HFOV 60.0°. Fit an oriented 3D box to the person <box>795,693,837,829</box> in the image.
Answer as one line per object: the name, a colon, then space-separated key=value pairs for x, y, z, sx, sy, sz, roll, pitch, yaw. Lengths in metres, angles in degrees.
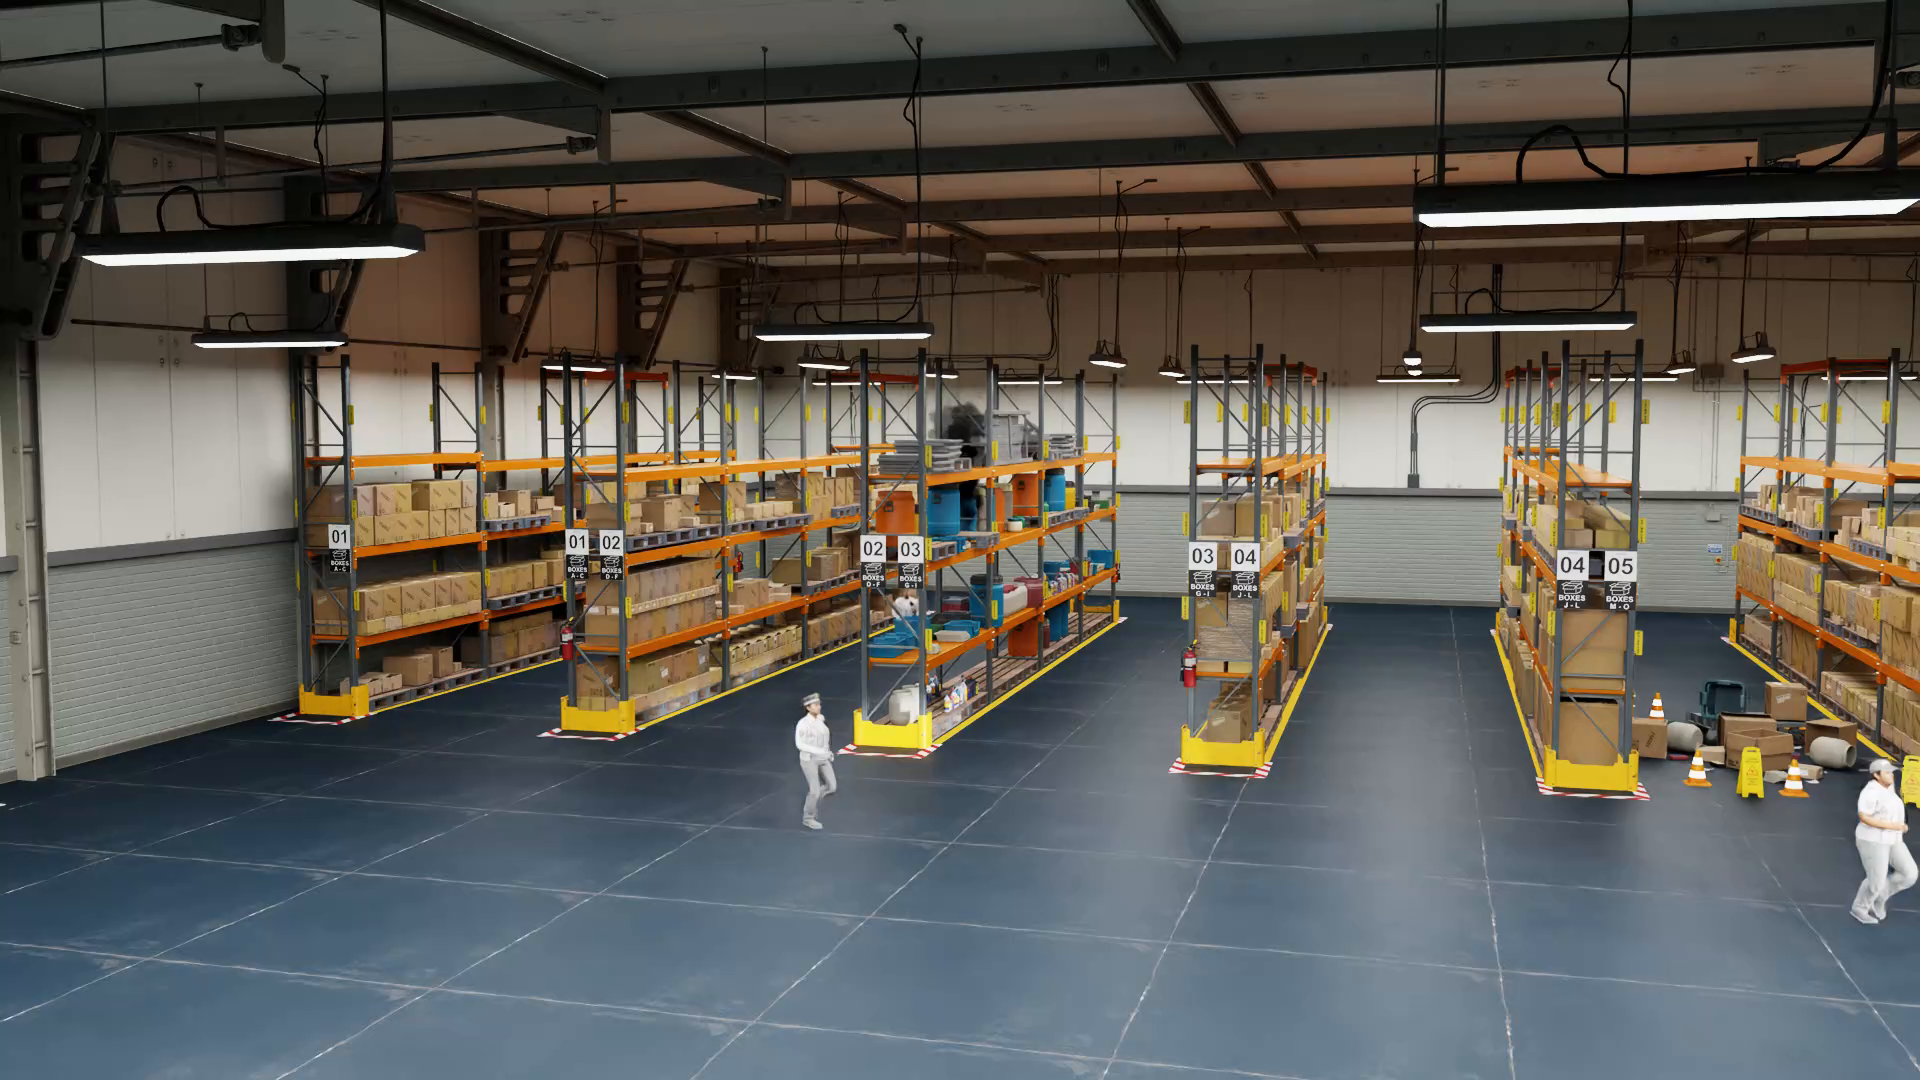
person: x=-1.727 y=2.670 z=20.145 sx=0.541 sy=1.659 sz=0.607 roll=3 pitch=5 yaw=38

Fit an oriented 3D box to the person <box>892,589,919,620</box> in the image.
person: x=-1.063 y=1.685 z=33.240 sx=0.609 sy=1.652 sz=0.540 roll=0 pitch=4 yaw=2

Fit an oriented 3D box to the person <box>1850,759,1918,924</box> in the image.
person: x=9.038 y=2.963 z=16.272 sx=0.661 sy=1.625 sz=0.570 roll=-3 pitch=5 yaw=-31
